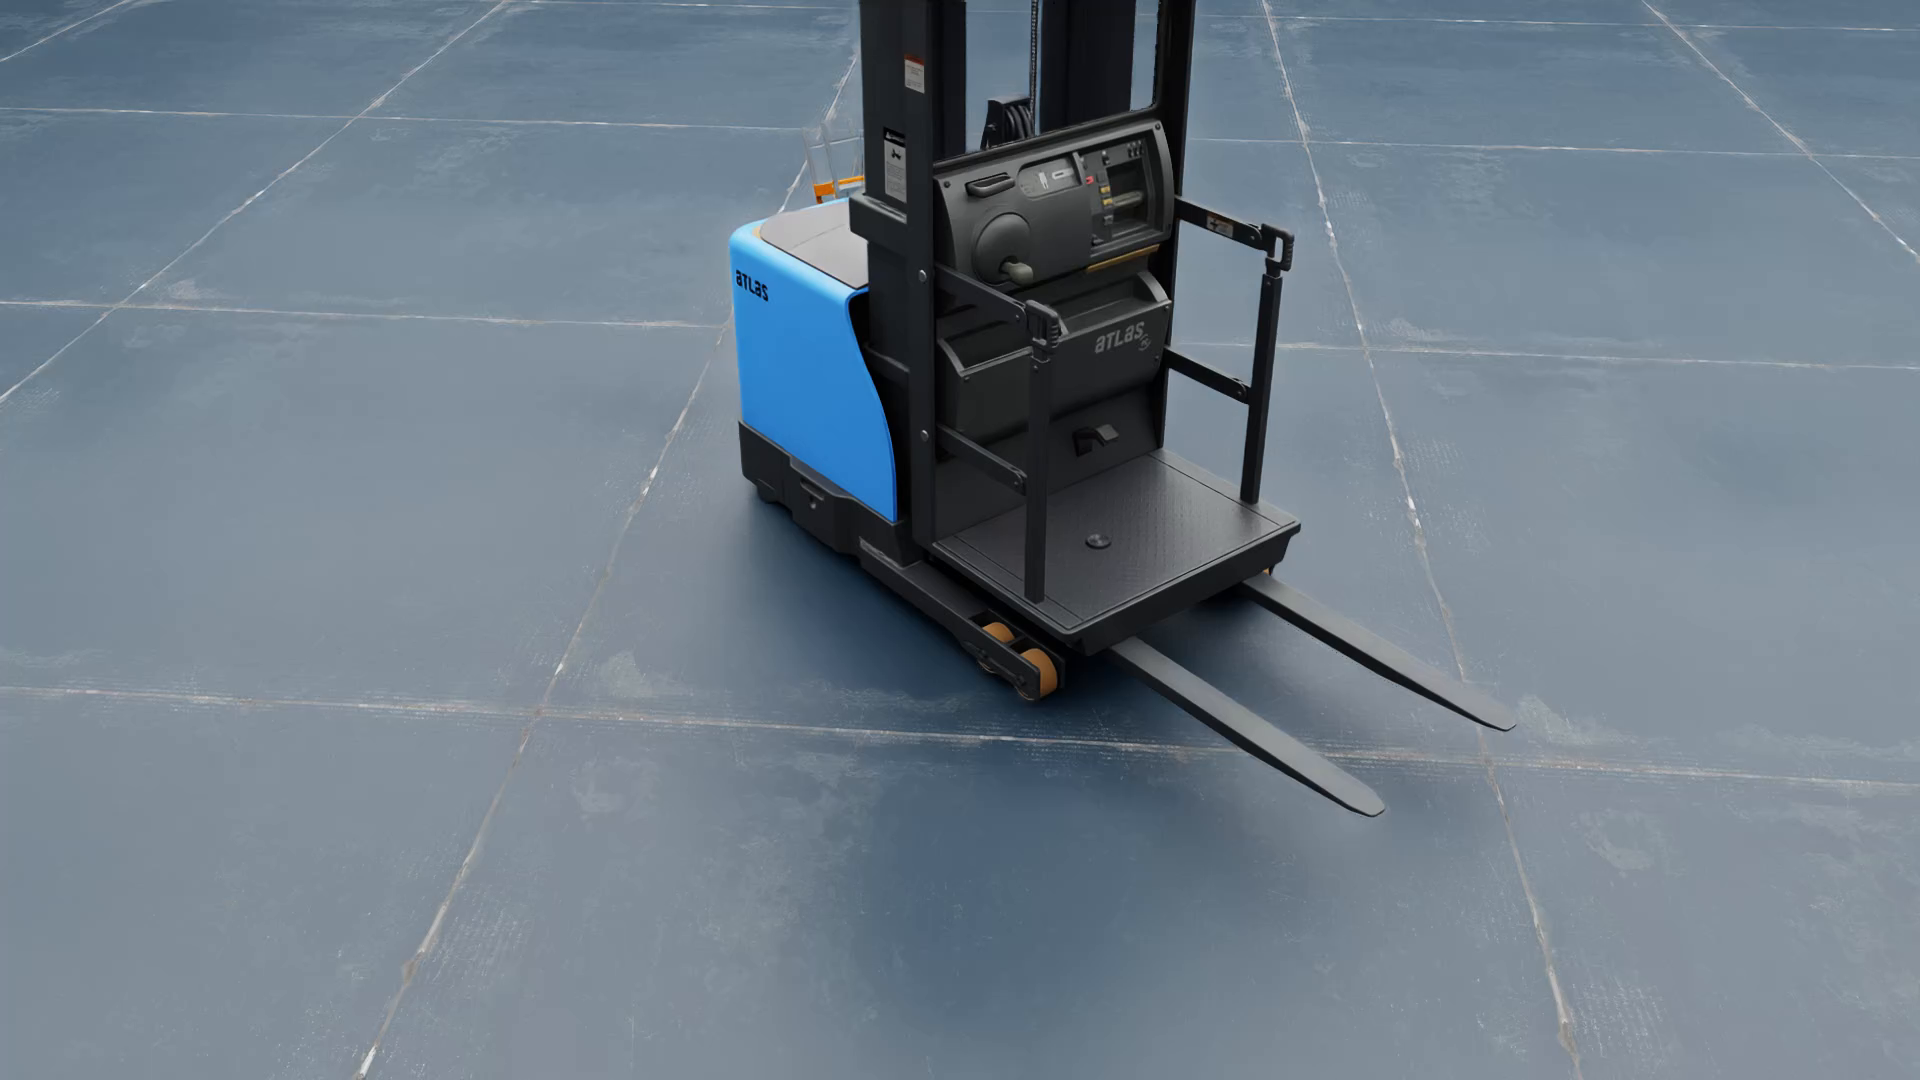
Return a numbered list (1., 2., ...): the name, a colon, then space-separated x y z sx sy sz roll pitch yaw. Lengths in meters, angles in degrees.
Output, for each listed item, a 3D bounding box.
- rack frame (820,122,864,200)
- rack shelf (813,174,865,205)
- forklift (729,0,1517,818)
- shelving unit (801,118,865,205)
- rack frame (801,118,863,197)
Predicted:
1. rack frame: -0.344 -1.149 6.918 0.240 1.200 0.006 -19 15 -28
2. rack shelf: -0.454 -1.458 6.922 0.258 0.103 0.180 -19 15 -28
3. forklift: 0.453 -1.024 5.117 1.130 2.935 3.031 -23 38 -32
4. shelving unit: -0.391 -1.158 6.996 0.258 1.200 0.189 -19 15 -28
5. rack frame: -0.438 -1.167 7.074 0.240 1.200 0.006 -19 15 -28
